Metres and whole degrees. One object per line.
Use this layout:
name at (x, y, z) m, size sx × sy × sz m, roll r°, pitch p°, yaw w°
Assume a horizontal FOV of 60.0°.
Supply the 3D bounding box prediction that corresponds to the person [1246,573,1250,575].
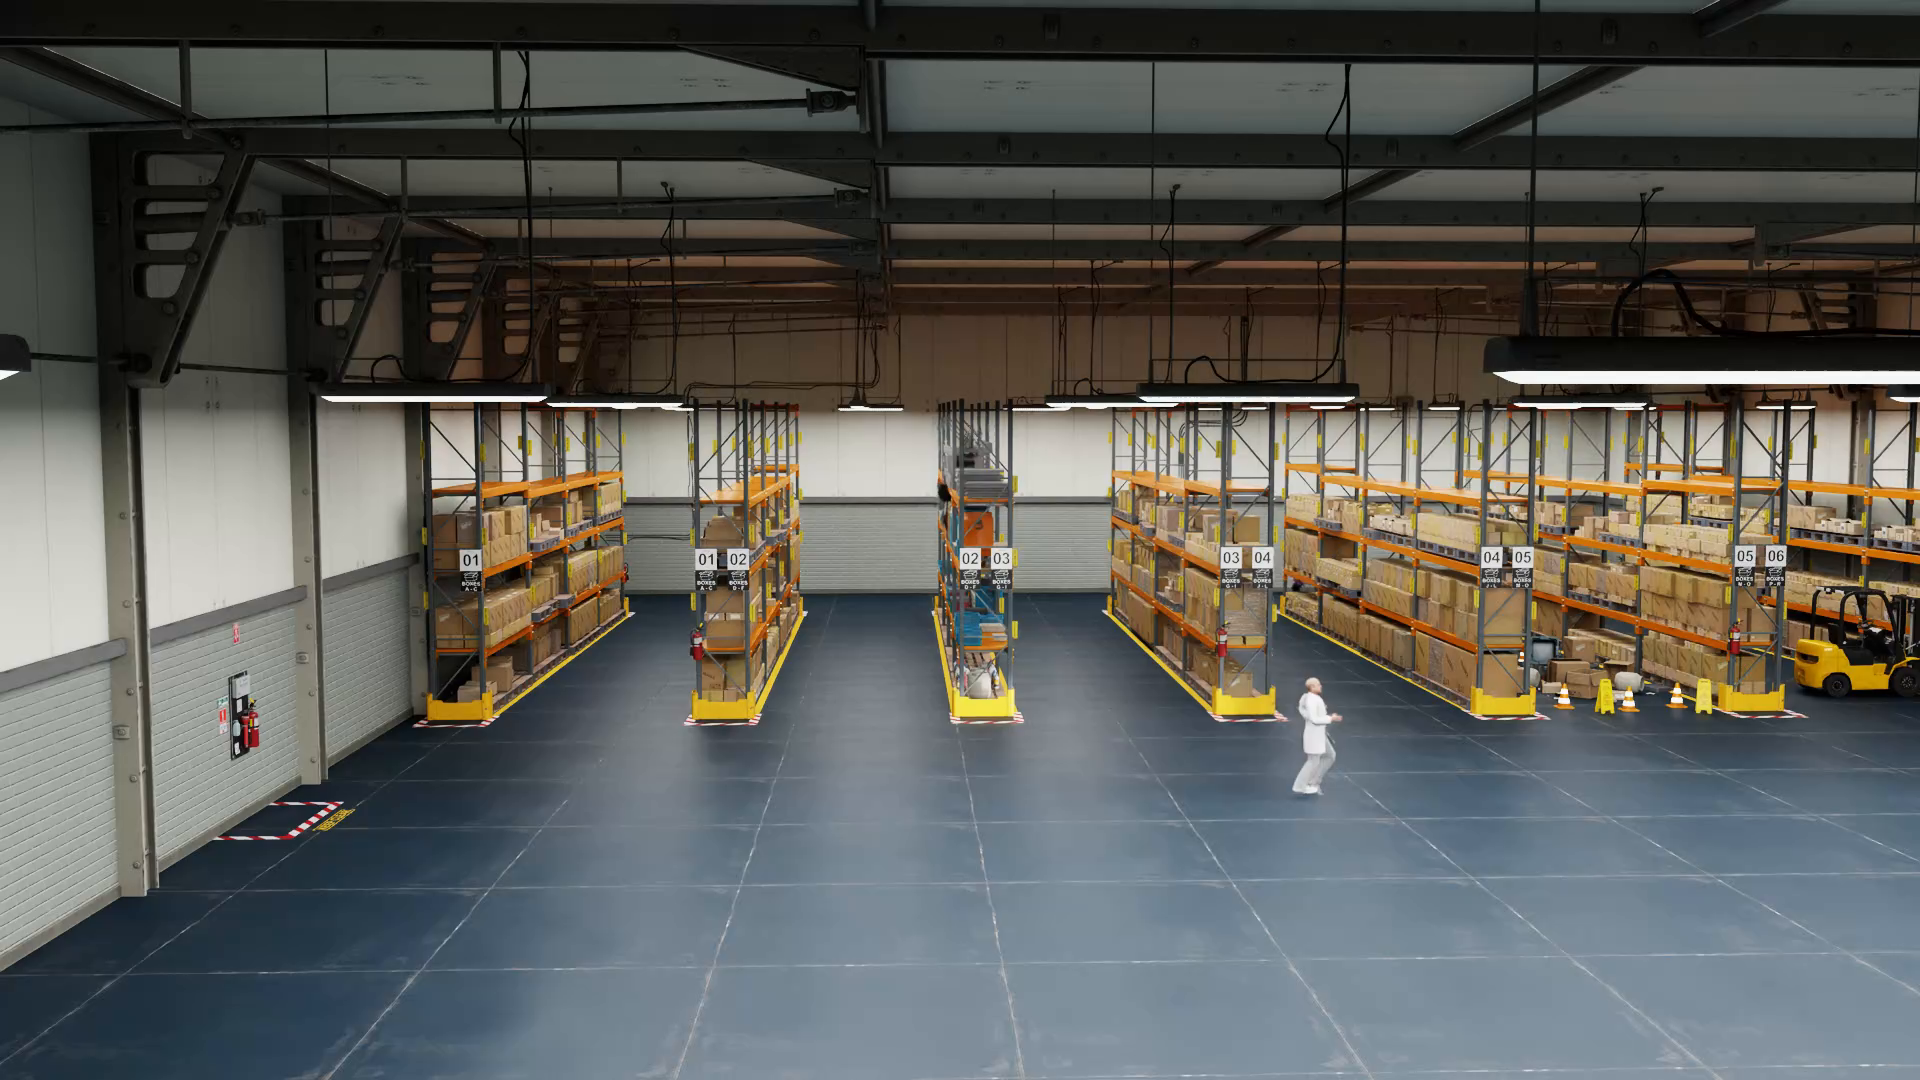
person at (7.985, 1.301, 47.366) m, size 0.576 × 1.627 × 0.665 m, roll 2°, pitch 5°, yaw 20°

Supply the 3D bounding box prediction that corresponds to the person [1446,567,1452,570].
person at (14.613, 1.178, 49.343) m, size 0.656 × 1.662 × 0.614 m, roll 0°, pitch 4°, yaw 4°

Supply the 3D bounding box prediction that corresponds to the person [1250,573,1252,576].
person at (8.269, 1.178, 48.106) m, size 0.940 × 1.727 × 0.701 m, roll -3°, pitch 5°, yaw -35°

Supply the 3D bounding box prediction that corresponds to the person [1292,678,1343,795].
person at (5.363, 2.962, 24.911) m, size 0.724 × 1.787 × 0.684 m, roll 1°, pitch 5°, yaw 17°

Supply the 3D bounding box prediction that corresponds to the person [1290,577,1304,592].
person at (10.016, 1.264, 48.982) m, size 0.583 × 1.534 × 0.558 m, roll 1°, pitch 4°, yaw 9°
